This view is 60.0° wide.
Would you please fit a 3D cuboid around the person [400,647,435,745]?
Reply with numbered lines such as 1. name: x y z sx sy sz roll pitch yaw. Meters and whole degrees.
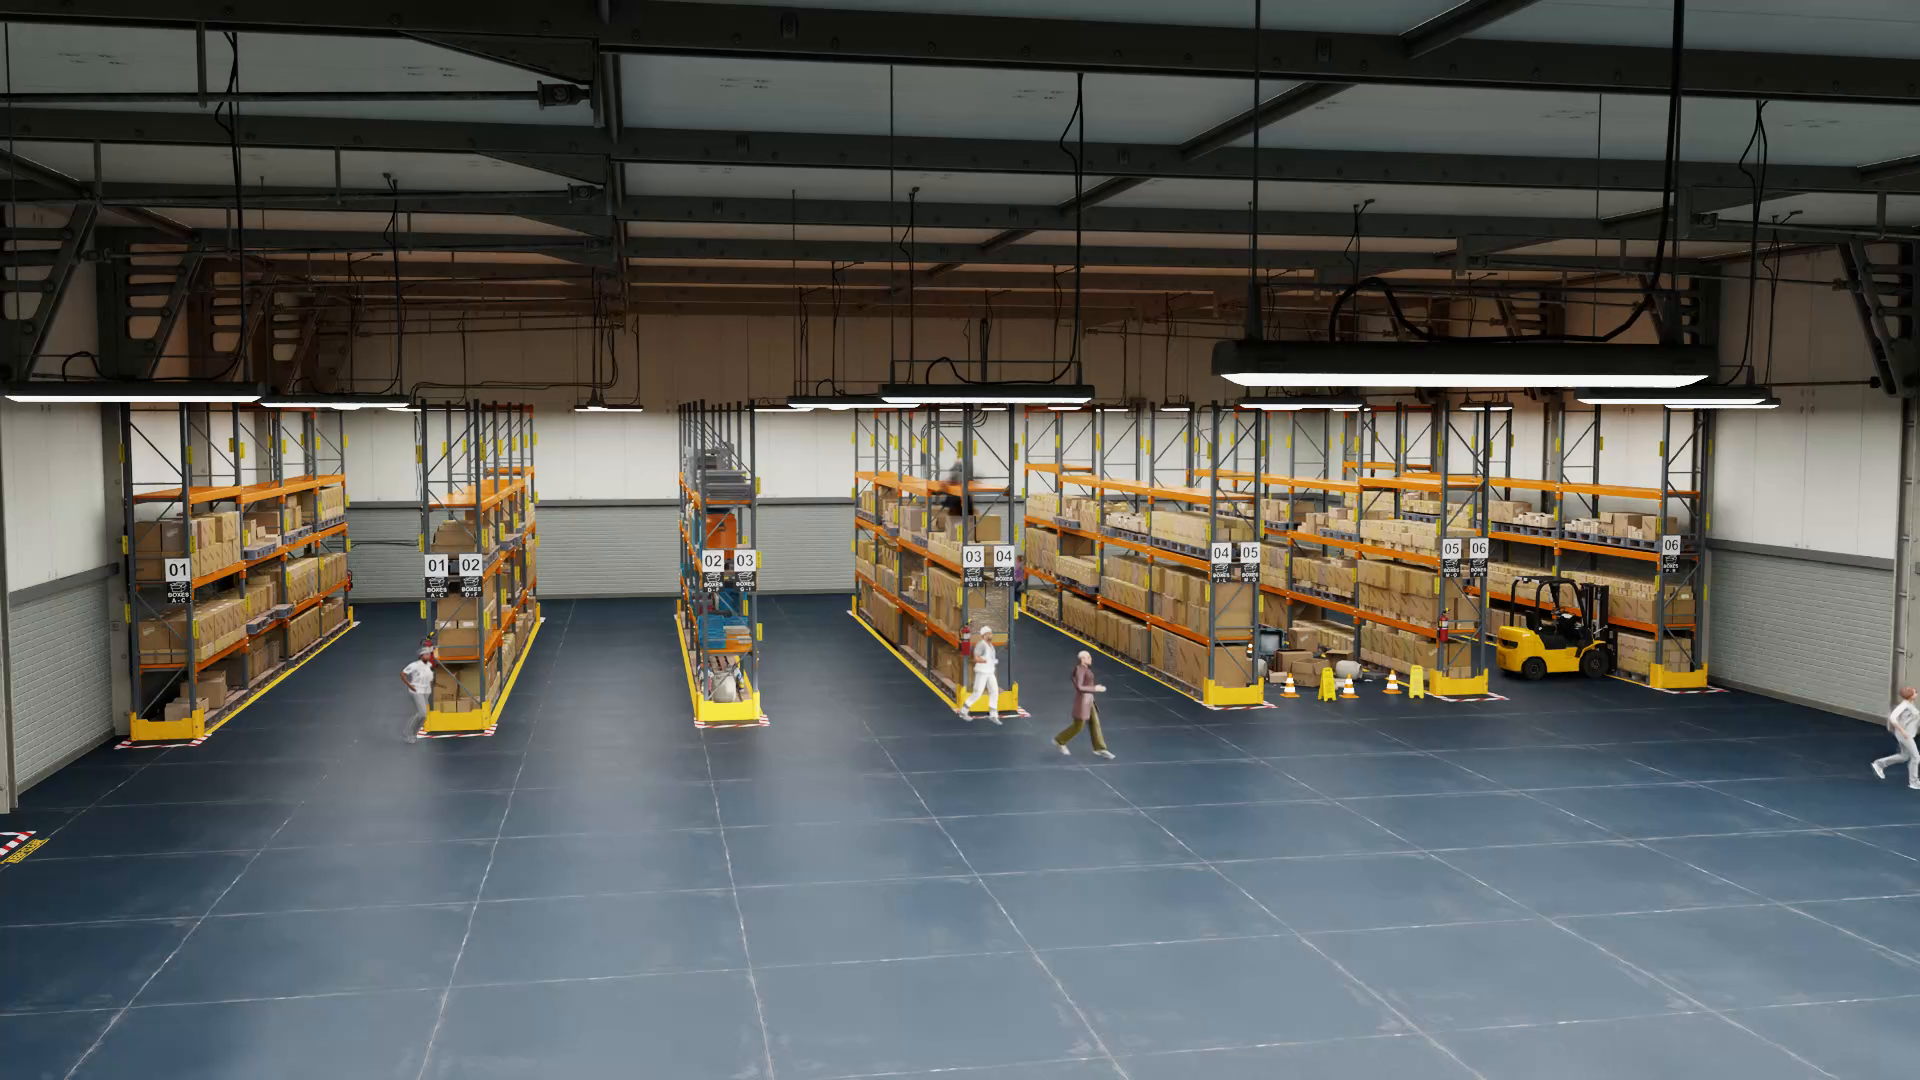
1. person: -9.455 2.708 29.096 0.607 1.699 0.588 2 5 25

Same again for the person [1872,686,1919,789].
1. person: 14.408 3.003 25.424 0.804 1.576 0.538 3 5 36

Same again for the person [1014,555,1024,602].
1. person: 1.771 1.213 49.673 0.499 1.549 0.591 -3 5 -31

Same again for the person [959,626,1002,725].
1. person: 0.454 2.491 30.771 0.905 1.790 0.683 3 5 31

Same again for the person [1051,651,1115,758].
1. person: 2.040 2.728 27.588 1.057 1.790 0.709 1 5 18
